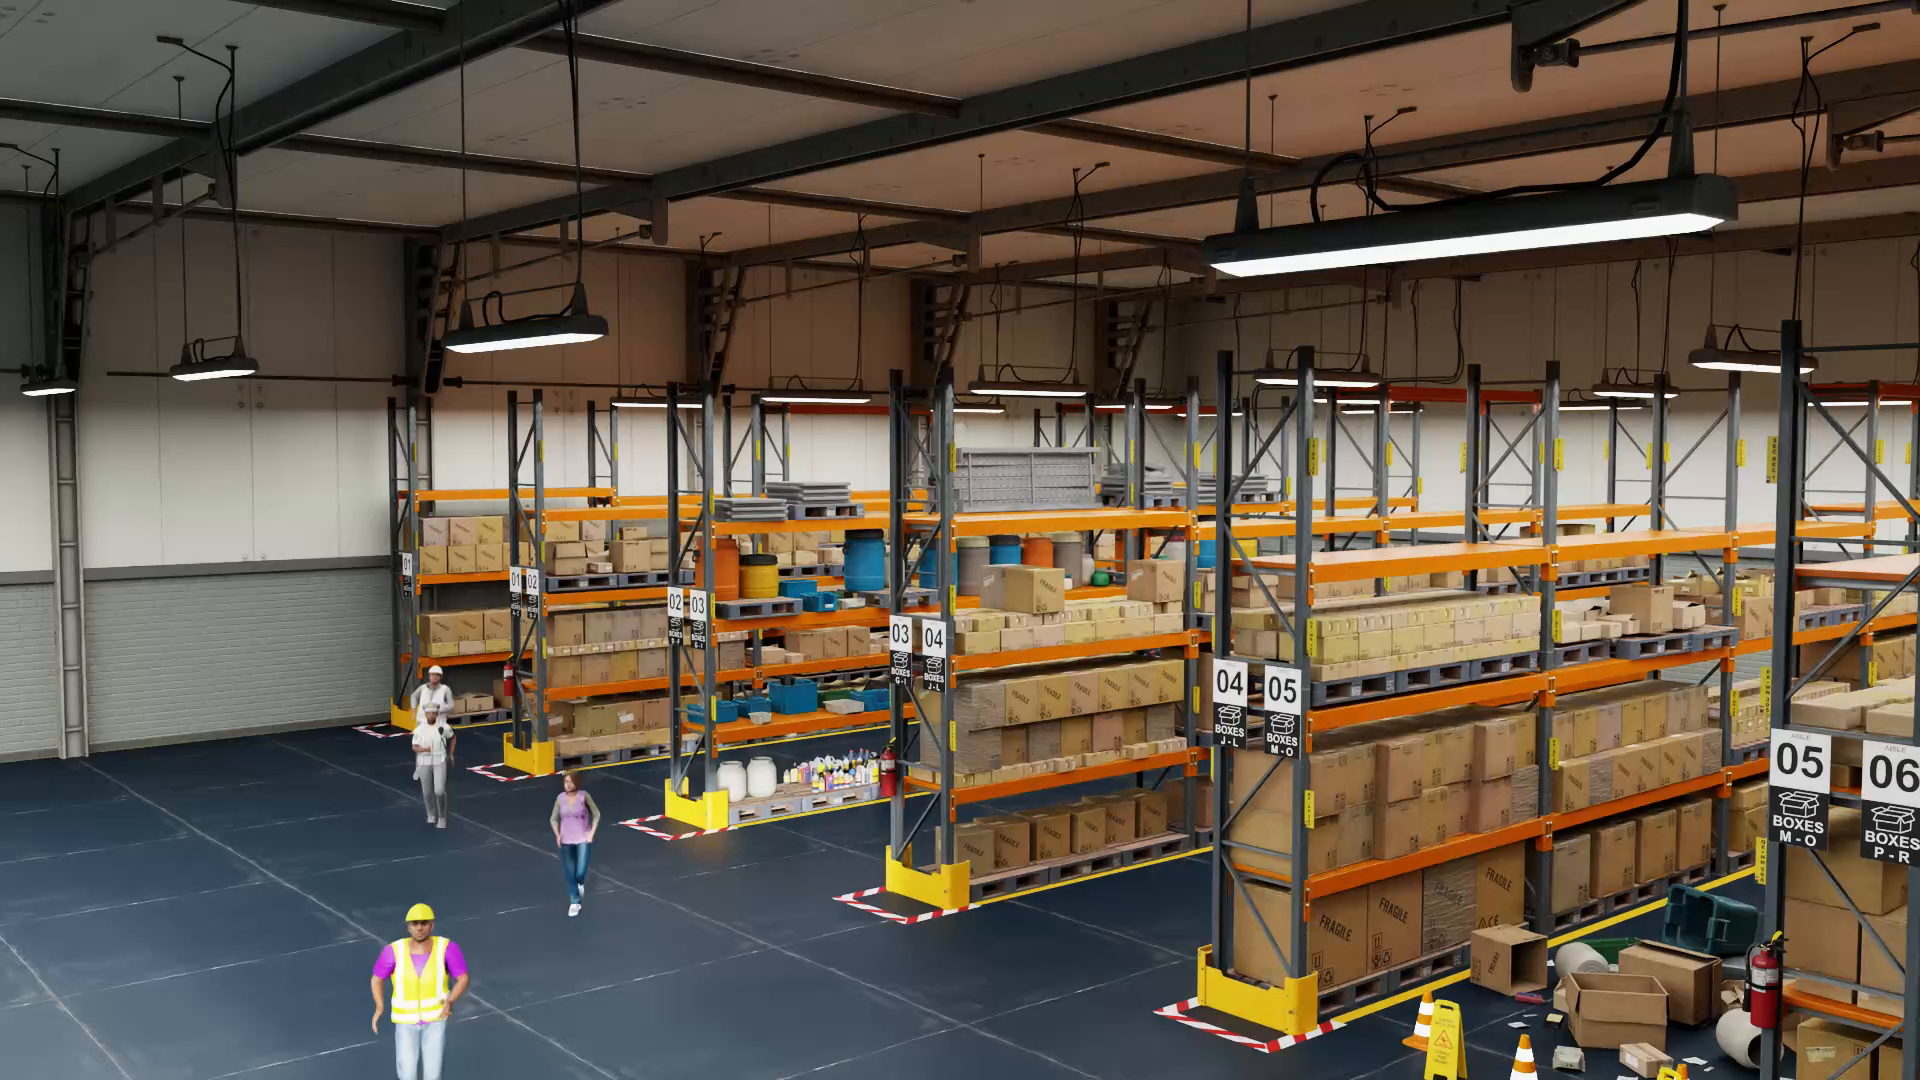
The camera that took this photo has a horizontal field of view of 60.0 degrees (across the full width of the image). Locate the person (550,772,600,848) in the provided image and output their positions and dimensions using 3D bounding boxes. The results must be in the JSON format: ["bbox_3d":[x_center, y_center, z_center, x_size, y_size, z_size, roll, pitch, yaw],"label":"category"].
[{"bbox_3d":[-4.234,2.948,18.218,0.541,0.805,0.363,0,3,-5],"label":"person"}]

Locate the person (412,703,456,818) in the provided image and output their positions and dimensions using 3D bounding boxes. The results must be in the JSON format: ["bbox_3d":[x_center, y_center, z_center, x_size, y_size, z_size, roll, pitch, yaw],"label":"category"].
[{"bbox_3d":[-7.037,2.953,22.237,0.542,1.581,0.692,-1,3,-12],"label":"person"}]

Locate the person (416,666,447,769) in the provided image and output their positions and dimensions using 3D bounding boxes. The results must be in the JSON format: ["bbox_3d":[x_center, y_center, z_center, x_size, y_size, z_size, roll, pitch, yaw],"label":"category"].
[{"bbox_3d":[-8.089,2.762,25.486,0.503,1.668,0.651,-1,3,-14],"label":"person"}]

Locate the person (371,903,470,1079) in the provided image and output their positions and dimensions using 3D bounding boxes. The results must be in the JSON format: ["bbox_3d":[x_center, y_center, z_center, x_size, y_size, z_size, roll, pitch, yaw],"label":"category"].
[{"bbox_3d":[-4.034,3.549,12.444,0.711,1.654,0.532,-1,3,-16],"label":"person"}]
